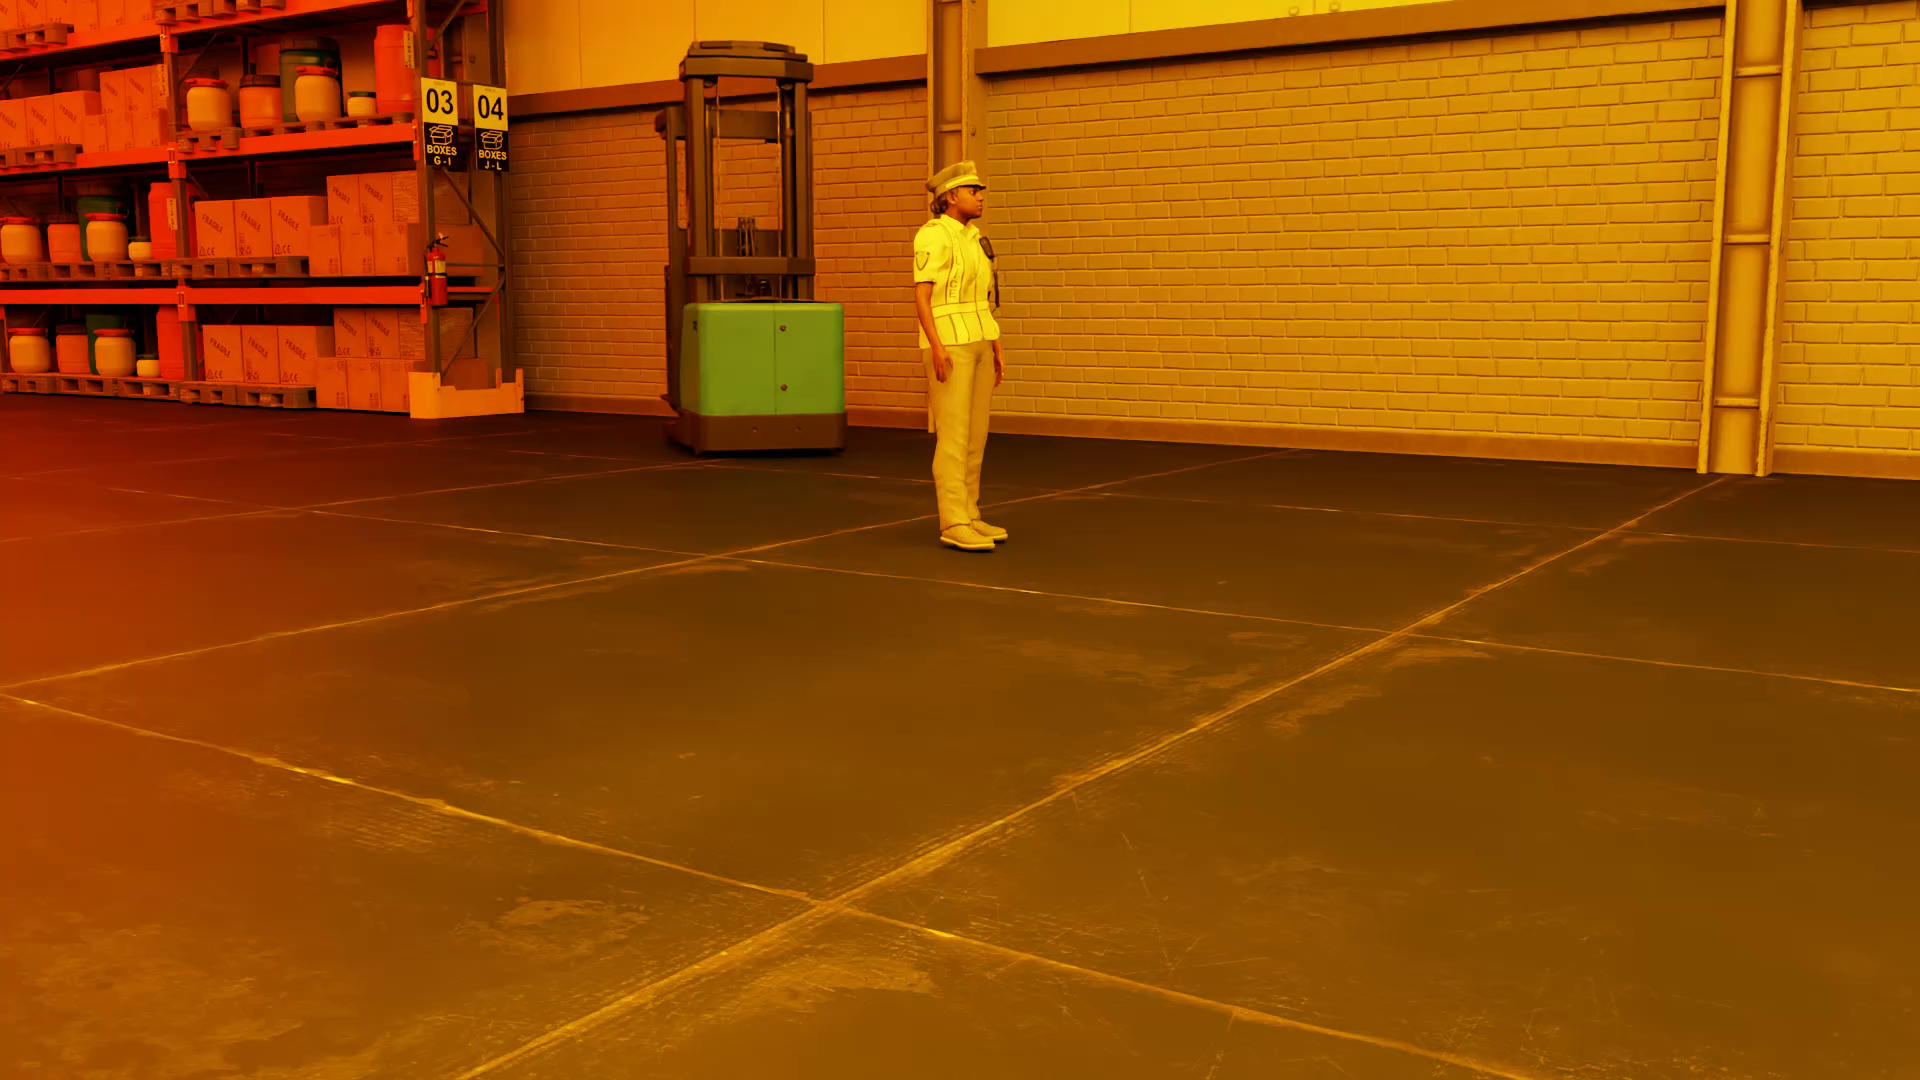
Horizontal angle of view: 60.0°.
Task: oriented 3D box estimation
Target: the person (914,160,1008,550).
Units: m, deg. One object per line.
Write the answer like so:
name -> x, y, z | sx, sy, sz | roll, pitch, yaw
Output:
person -> 0.052, -0.837, 7.425 | 0.526, 1.693, 0.569 | 5, 10, 34

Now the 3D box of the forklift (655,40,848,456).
forklift -> -1.714, -2.210, 12.732 | 1.130, 2.935, 3.031 | -2, 8, -17
